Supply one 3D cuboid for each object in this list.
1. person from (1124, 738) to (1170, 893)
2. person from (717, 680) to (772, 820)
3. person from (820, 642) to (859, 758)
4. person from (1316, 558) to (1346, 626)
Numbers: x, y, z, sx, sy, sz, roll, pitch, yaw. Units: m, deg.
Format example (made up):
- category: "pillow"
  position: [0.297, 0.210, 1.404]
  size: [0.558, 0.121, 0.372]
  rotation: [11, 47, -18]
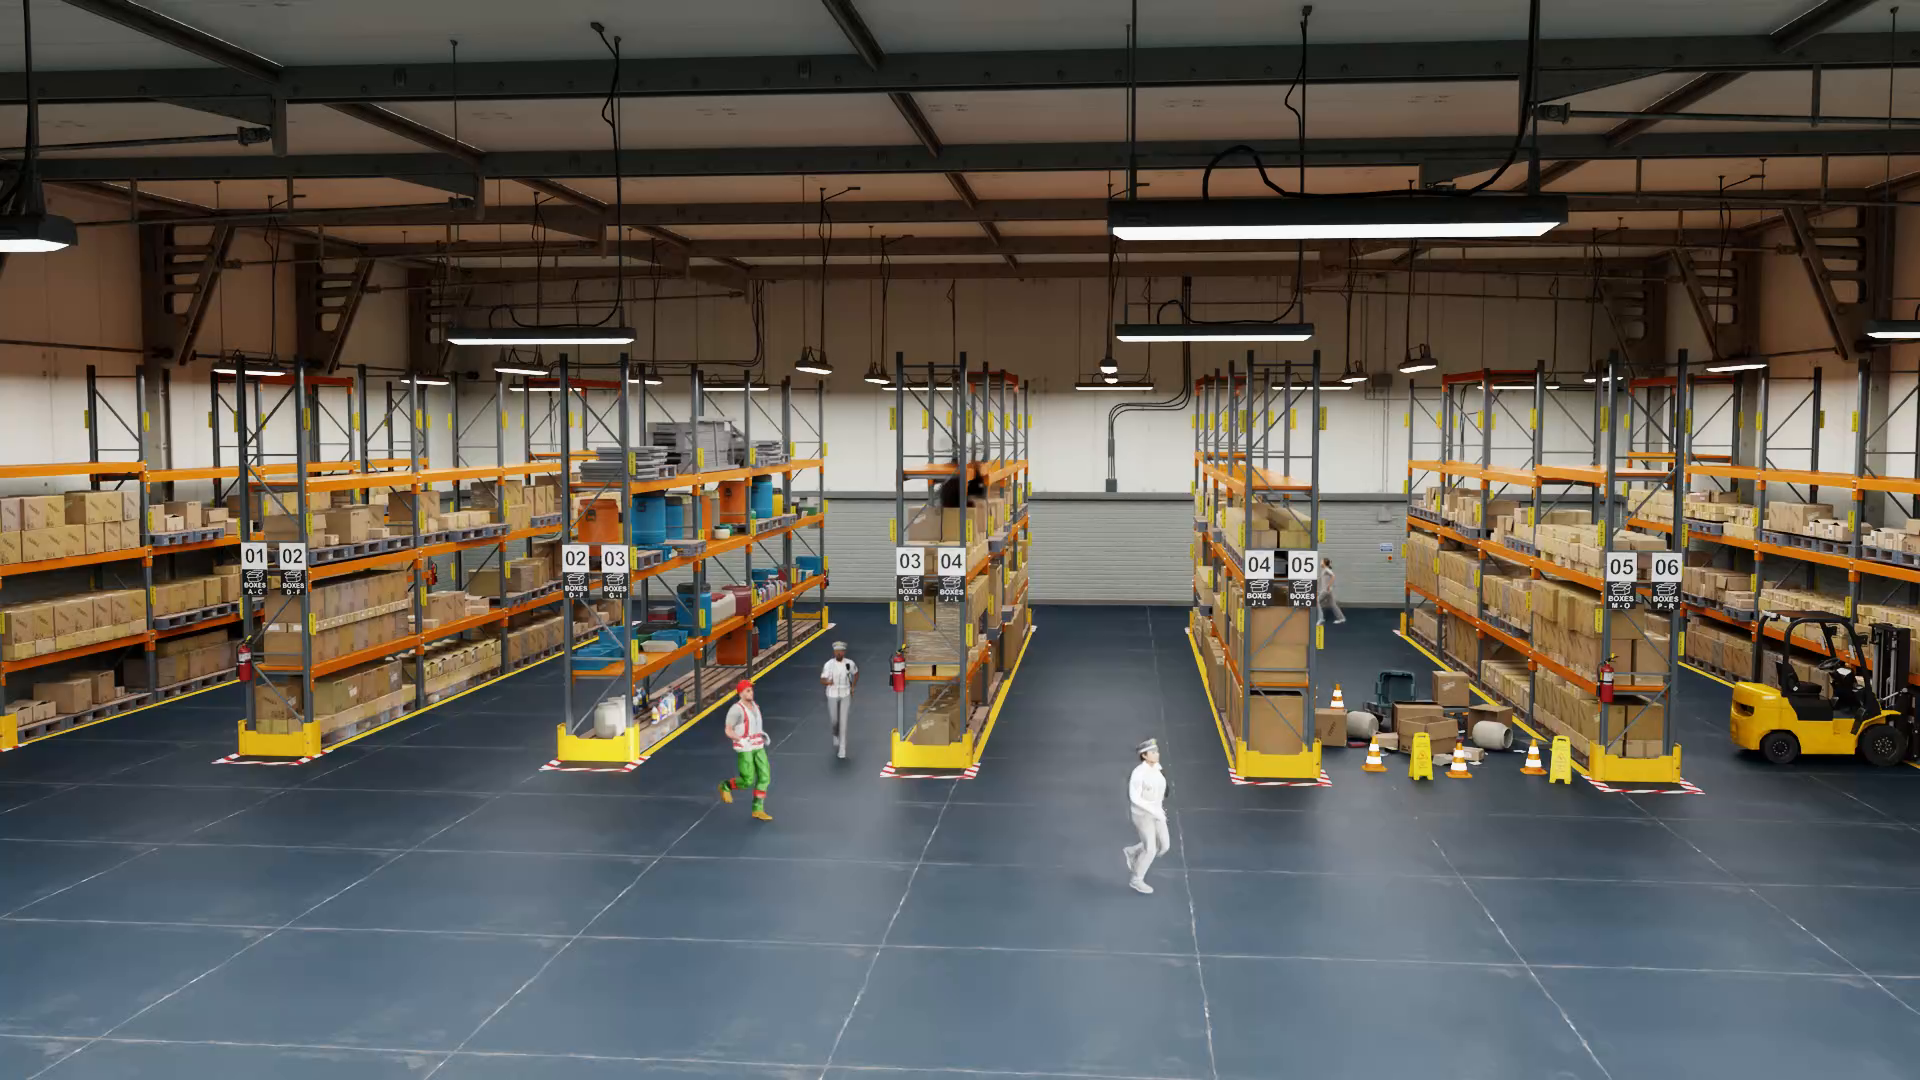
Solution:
- category: "person"
  position: [2.006, 2.923, 17.759]
  size: [0.615, 1.661, 0.637]
  rotation: [3, 5, 40]
- category: "person"
  position: [-2.699, 2.642, 21.079]
  size: [0.825, 1.754, 0.669]
  rotation: [3, 5, 35]
- category: "person"
  position: [-1.807, 2.358, 24.964]
  size: [0.583, 1.678, 0.893]
  rotation: [0, 4, -2]
- category: "person"
  position: [8.978, 1.292, 40.561]
  size: [0.877, 1.692, 0.573]
  rotation: [1, 4, 17]
